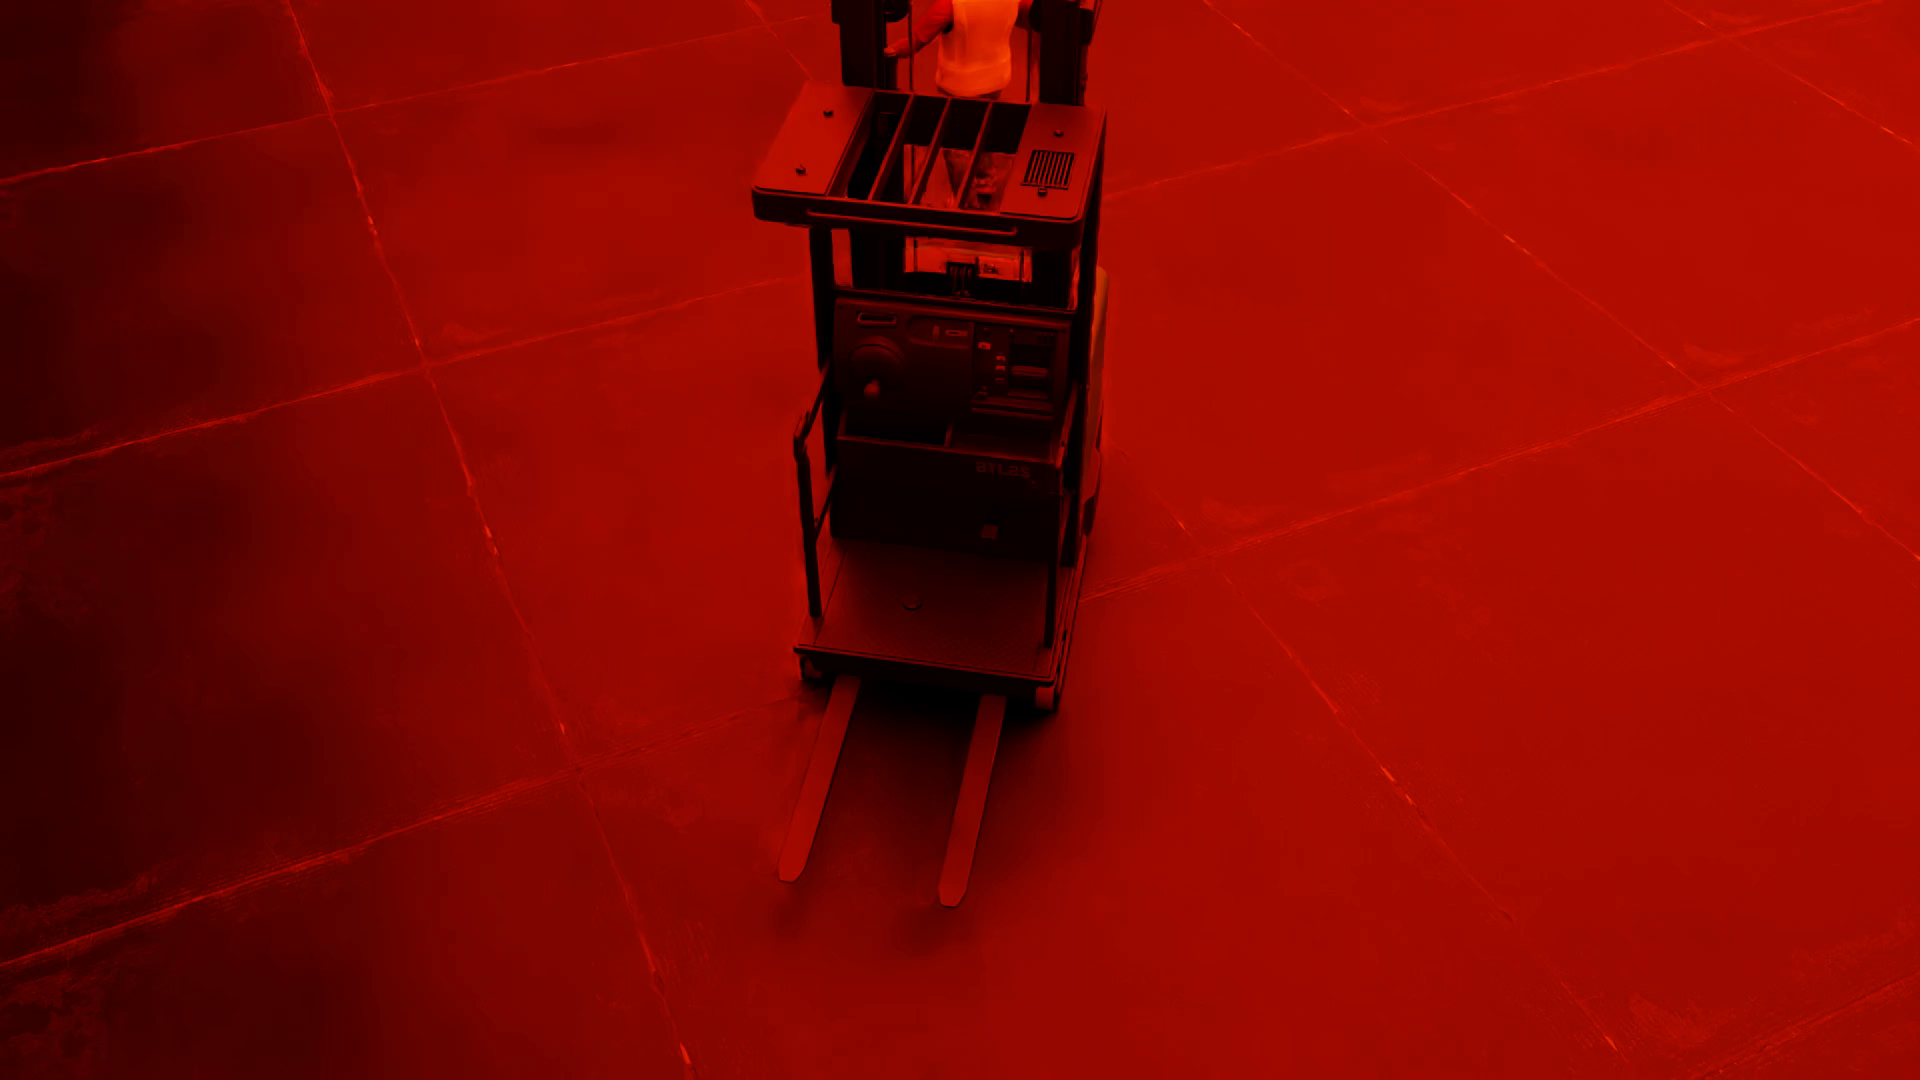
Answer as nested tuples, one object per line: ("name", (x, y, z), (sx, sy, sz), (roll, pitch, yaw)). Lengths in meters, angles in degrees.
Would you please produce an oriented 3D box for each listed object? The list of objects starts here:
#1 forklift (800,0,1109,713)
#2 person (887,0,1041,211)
("forklift", (0.024, -0.958, 6.771), (1.129, 2.843, 1.939), (7, 43, 7))
("person", (0.043, -2.615, 9.389), (1.004, 1.792, 0.529), (-17, 46, -18))
